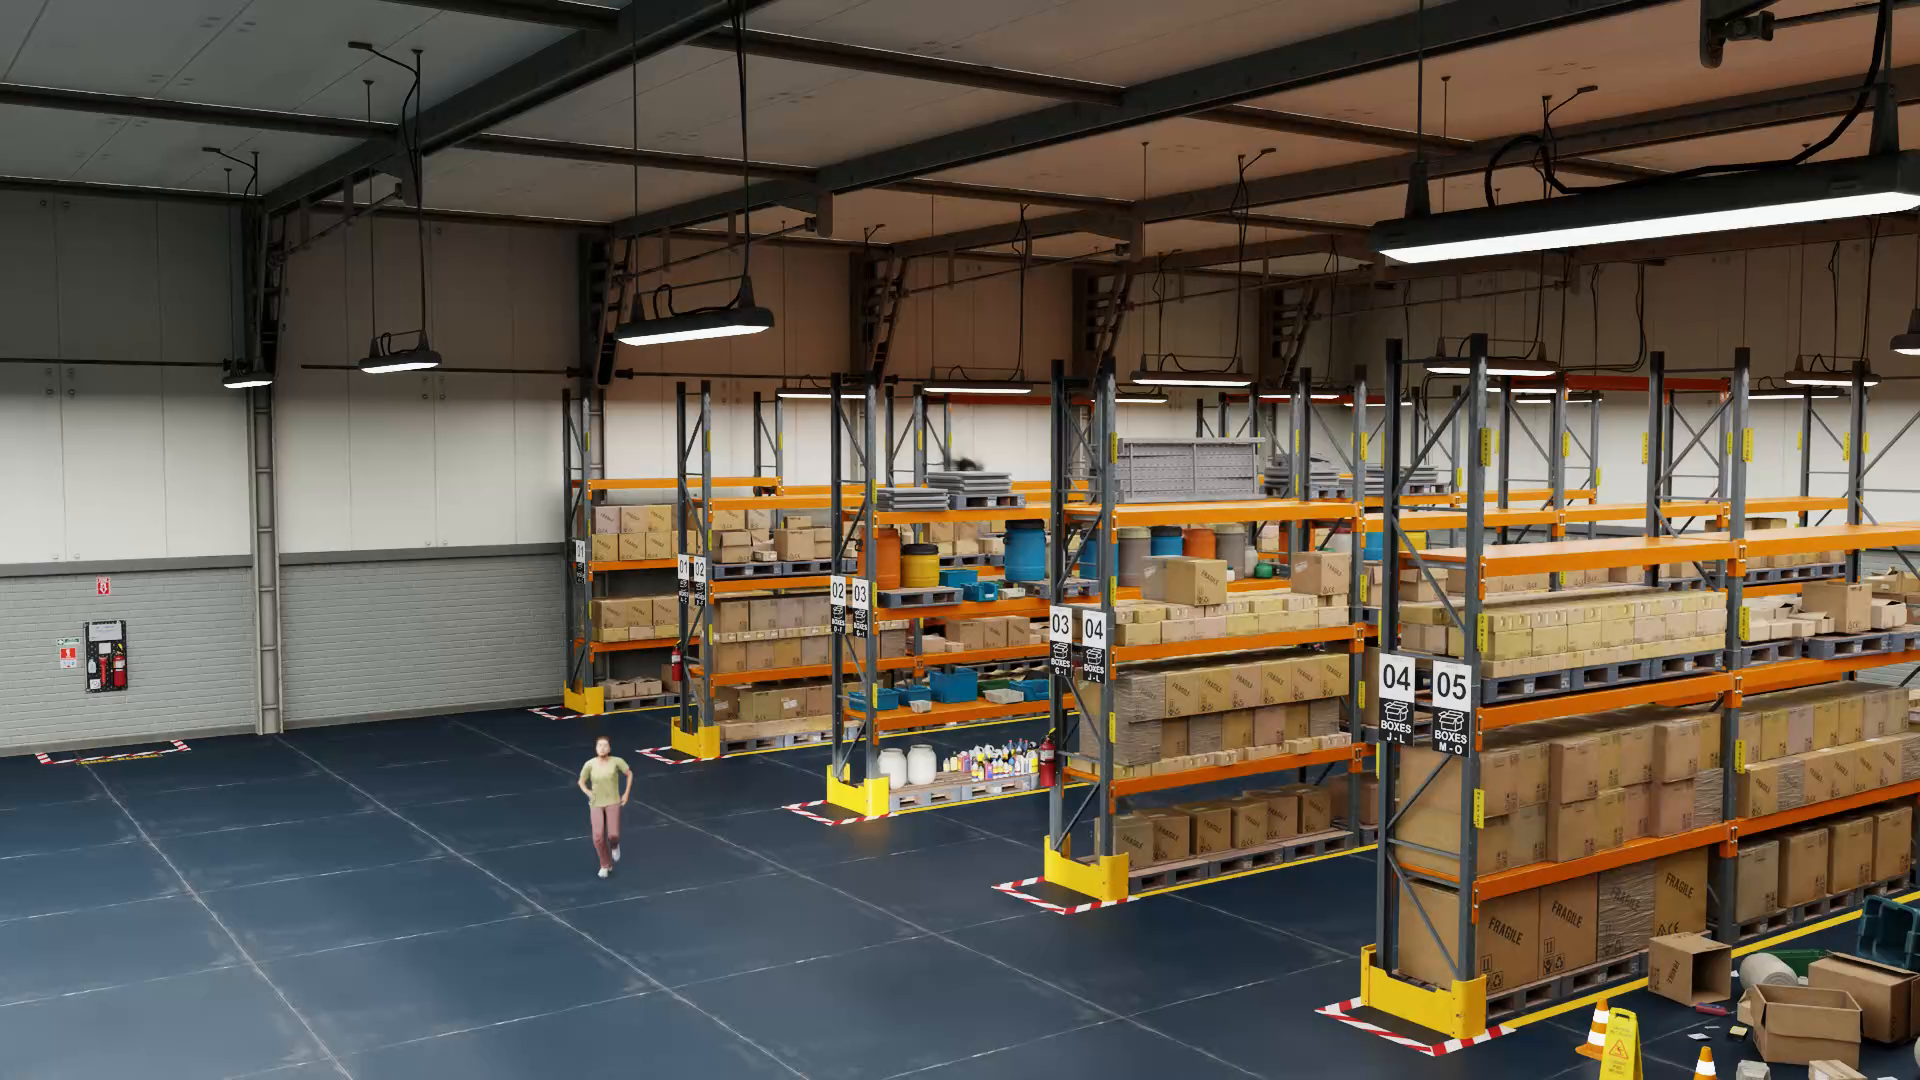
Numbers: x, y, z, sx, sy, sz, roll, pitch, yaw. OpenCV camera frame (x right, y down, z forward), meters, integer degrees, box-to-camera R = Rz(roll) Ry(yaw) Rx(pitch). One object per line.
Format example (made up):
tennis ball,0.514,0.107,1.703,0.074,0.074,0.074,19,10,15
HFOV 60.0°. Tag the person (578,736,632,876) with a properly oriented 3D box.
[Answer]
person,-4.150,3.104,19.445,0.617,1.634,0.561,0,4,-7

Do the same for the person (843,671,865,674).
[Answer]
person,-1.952,2.340,30.615,0.593,1.685,0.665,-3,5,-39

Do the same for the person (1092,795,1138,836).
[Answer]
person,2.021,2.915,21.450,0.891,1.685,0.586,-3,5,-40
